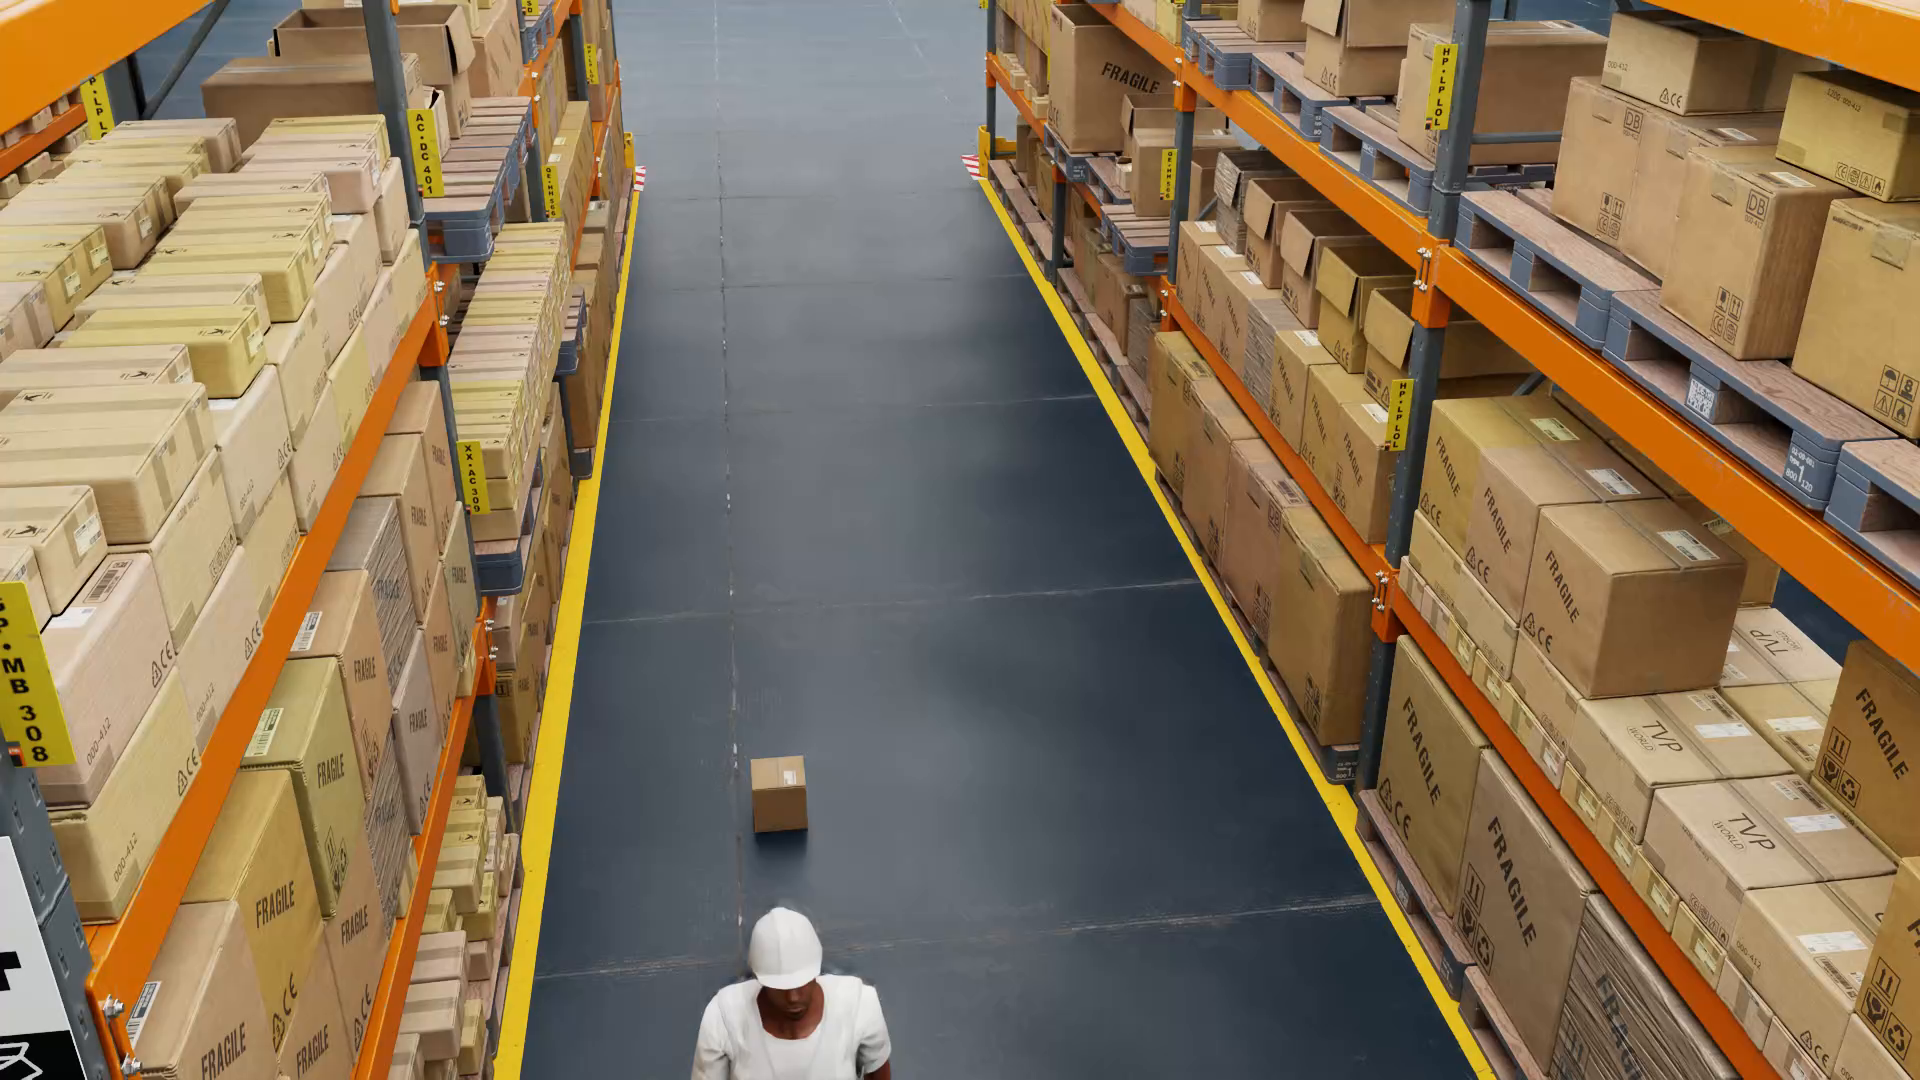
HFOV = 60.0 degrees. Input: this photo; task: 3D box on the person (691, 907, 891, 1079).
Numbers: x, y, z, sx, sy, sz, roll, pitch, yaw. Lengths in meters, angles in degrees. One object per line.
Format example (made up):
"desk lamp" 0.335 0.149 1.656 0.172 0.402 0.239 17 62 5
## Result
"person" -0.490 1.883 4.884 0.583 1.767 0.849 -1 27 -2
